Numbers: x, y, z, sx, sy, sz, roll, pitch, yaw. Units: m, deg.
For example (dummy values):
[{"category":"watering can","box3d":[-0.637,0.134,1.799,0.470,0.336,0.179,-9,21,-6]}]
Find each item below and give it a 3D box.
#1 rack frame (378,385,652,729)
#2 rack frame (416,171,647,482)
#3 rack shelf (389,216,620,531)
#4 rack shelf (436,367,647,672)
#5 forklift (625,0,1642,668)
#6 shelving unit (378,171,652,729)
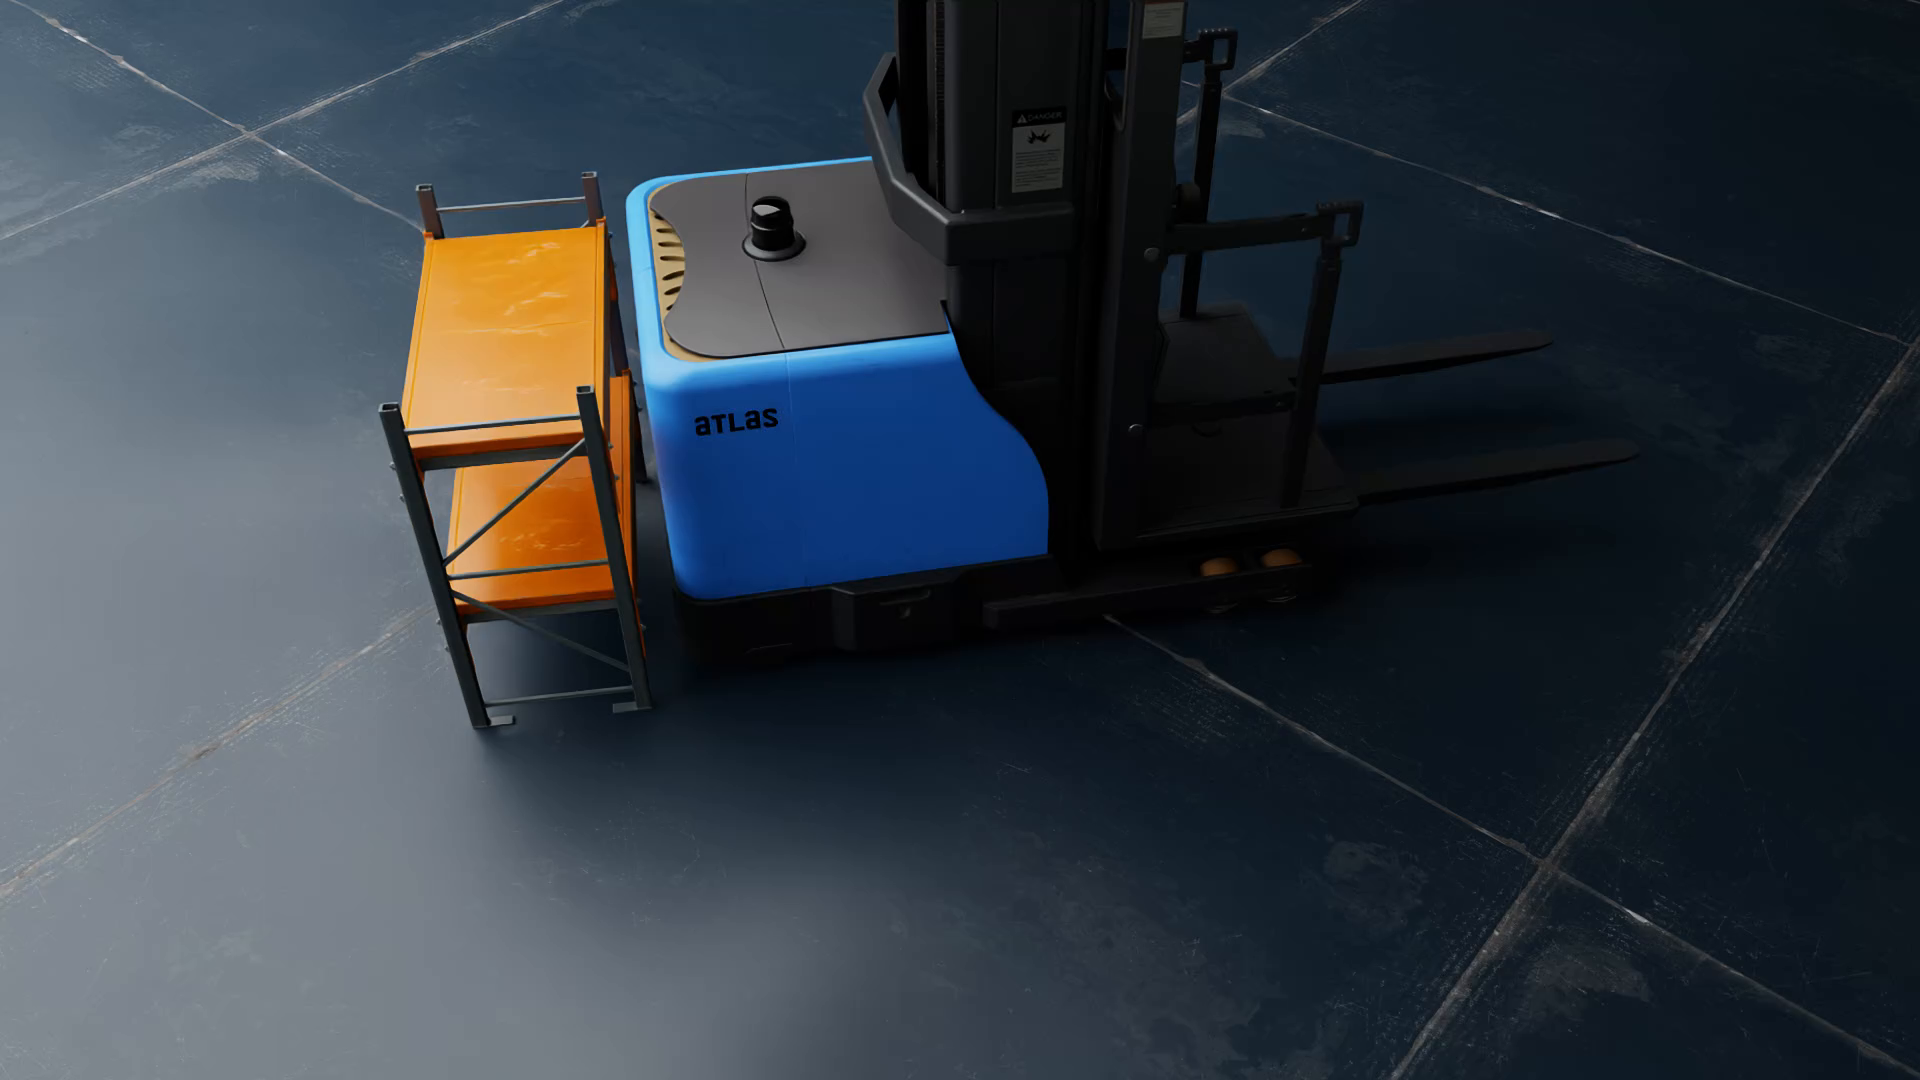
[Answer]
[{"category":"rack frame","box3d":[-1.123,0.079,4.327,0.500,1.125,0.032,-6,43,-7]},{"category":"rack frame","box3d":[-1.279,-0.597,5.070,0.500,1.125,0.032,-6,43,-7]},{"category":"rack shelf","box3d":[-1.201,-0.475,4.502,0.538,0.278,1.000,-6,43,-7]},{"category":"rack shelf","box3d":[-1.201,-0.078,4.863,0.538,0.278,1.000,-6,43,-7]},{"category":"forklift","box3d":[0.593,-1.212,4.404,3.031,2.935,1.130,-8,43,-8]},{"category":"shelving unit","box3d":[-1.201,-0.259,4.699,0.538,1.125,1.048,-6,43,-7]}]
